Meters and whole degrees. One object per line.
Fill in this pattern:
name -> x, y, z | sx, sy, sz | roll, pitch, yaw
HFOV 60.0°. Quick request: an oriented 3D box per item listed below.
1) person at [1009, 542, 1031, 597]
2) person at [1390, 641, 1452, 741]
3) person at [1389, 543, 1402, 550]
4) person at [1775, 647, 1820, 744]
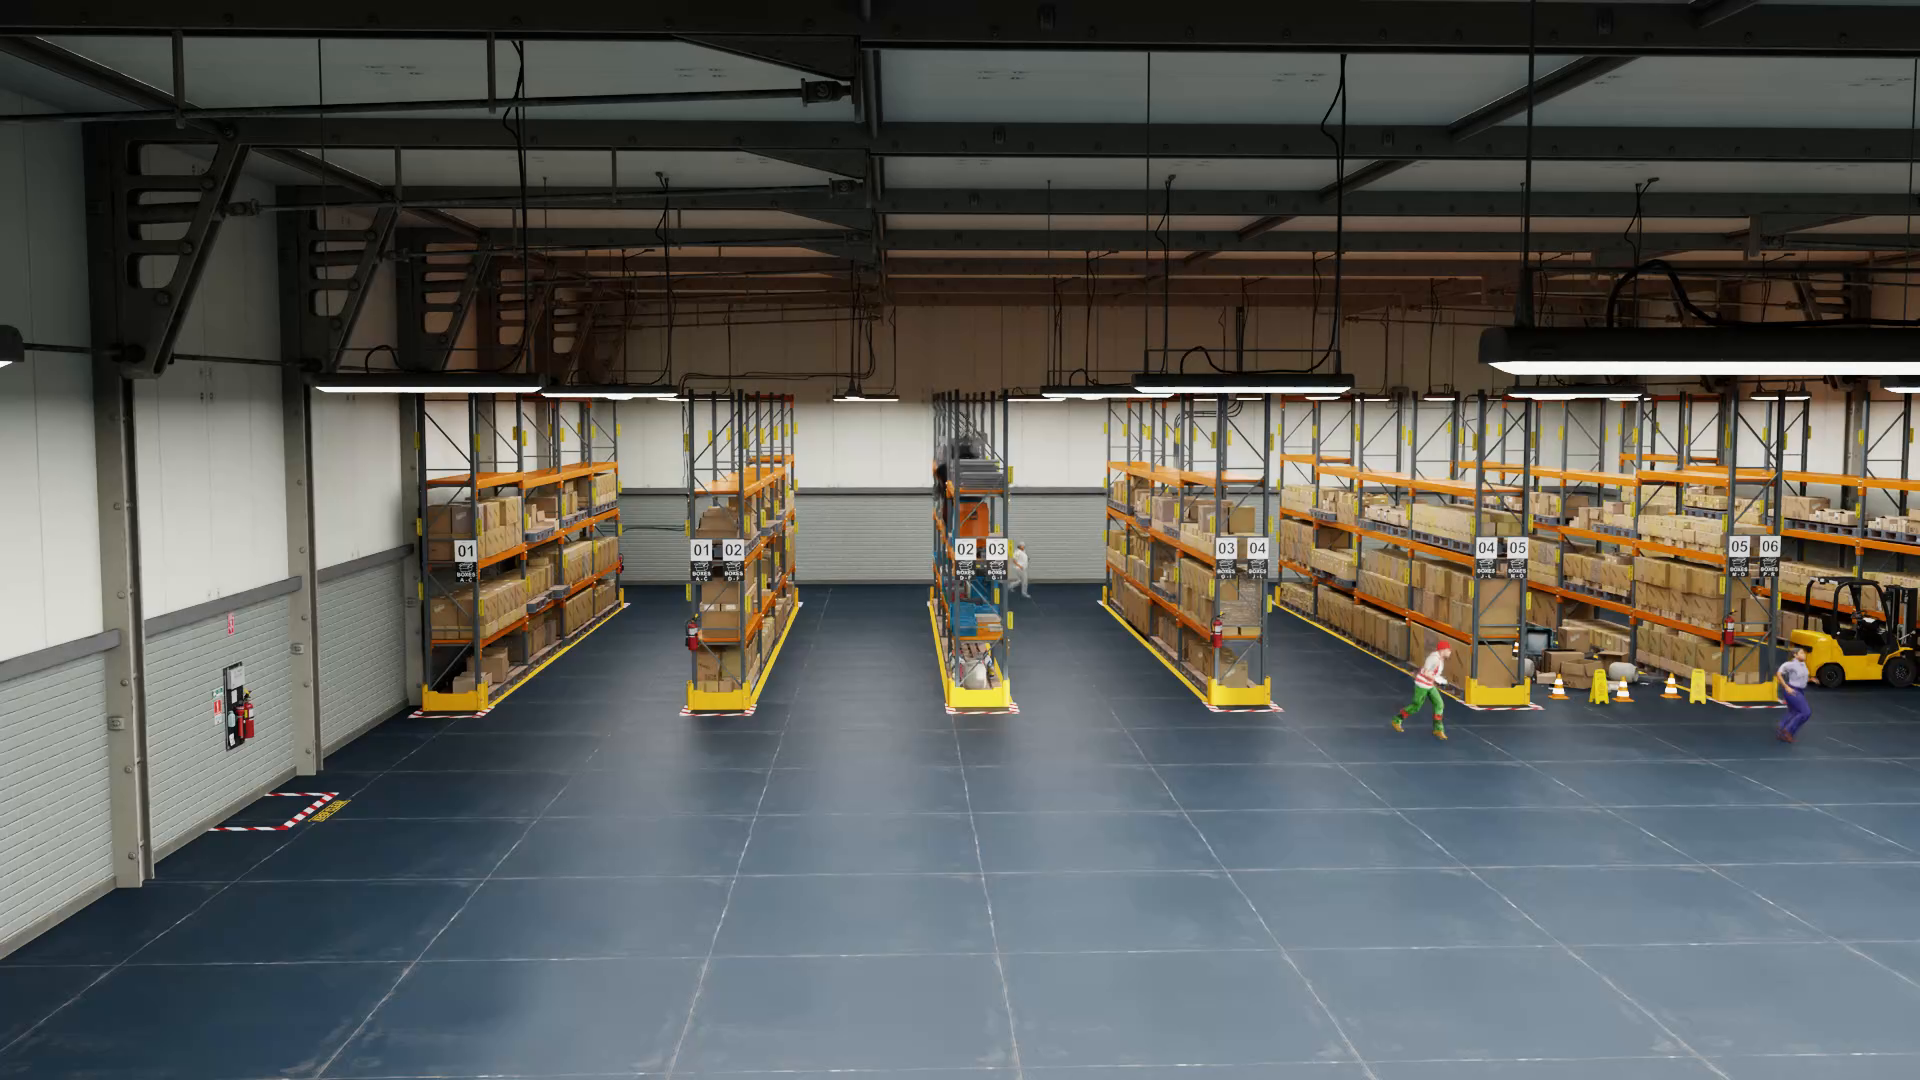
person -> 1.763, 0.870, 49.586 | 0.742, 1.648, 0.618 | 2, 5, 22
person -> 7.937, 2.565, 28.587 | 1.060, 1.731, 0.703 | 3, 5, 29
person -> 12.877, 0.820, 49.417 | 0.954, 1.721, 0.660 | -1, 5, -12
person -> 14.160, 2.627, 28.120 | 0.651, 1.649, 0.579 | 5, 6, 44
